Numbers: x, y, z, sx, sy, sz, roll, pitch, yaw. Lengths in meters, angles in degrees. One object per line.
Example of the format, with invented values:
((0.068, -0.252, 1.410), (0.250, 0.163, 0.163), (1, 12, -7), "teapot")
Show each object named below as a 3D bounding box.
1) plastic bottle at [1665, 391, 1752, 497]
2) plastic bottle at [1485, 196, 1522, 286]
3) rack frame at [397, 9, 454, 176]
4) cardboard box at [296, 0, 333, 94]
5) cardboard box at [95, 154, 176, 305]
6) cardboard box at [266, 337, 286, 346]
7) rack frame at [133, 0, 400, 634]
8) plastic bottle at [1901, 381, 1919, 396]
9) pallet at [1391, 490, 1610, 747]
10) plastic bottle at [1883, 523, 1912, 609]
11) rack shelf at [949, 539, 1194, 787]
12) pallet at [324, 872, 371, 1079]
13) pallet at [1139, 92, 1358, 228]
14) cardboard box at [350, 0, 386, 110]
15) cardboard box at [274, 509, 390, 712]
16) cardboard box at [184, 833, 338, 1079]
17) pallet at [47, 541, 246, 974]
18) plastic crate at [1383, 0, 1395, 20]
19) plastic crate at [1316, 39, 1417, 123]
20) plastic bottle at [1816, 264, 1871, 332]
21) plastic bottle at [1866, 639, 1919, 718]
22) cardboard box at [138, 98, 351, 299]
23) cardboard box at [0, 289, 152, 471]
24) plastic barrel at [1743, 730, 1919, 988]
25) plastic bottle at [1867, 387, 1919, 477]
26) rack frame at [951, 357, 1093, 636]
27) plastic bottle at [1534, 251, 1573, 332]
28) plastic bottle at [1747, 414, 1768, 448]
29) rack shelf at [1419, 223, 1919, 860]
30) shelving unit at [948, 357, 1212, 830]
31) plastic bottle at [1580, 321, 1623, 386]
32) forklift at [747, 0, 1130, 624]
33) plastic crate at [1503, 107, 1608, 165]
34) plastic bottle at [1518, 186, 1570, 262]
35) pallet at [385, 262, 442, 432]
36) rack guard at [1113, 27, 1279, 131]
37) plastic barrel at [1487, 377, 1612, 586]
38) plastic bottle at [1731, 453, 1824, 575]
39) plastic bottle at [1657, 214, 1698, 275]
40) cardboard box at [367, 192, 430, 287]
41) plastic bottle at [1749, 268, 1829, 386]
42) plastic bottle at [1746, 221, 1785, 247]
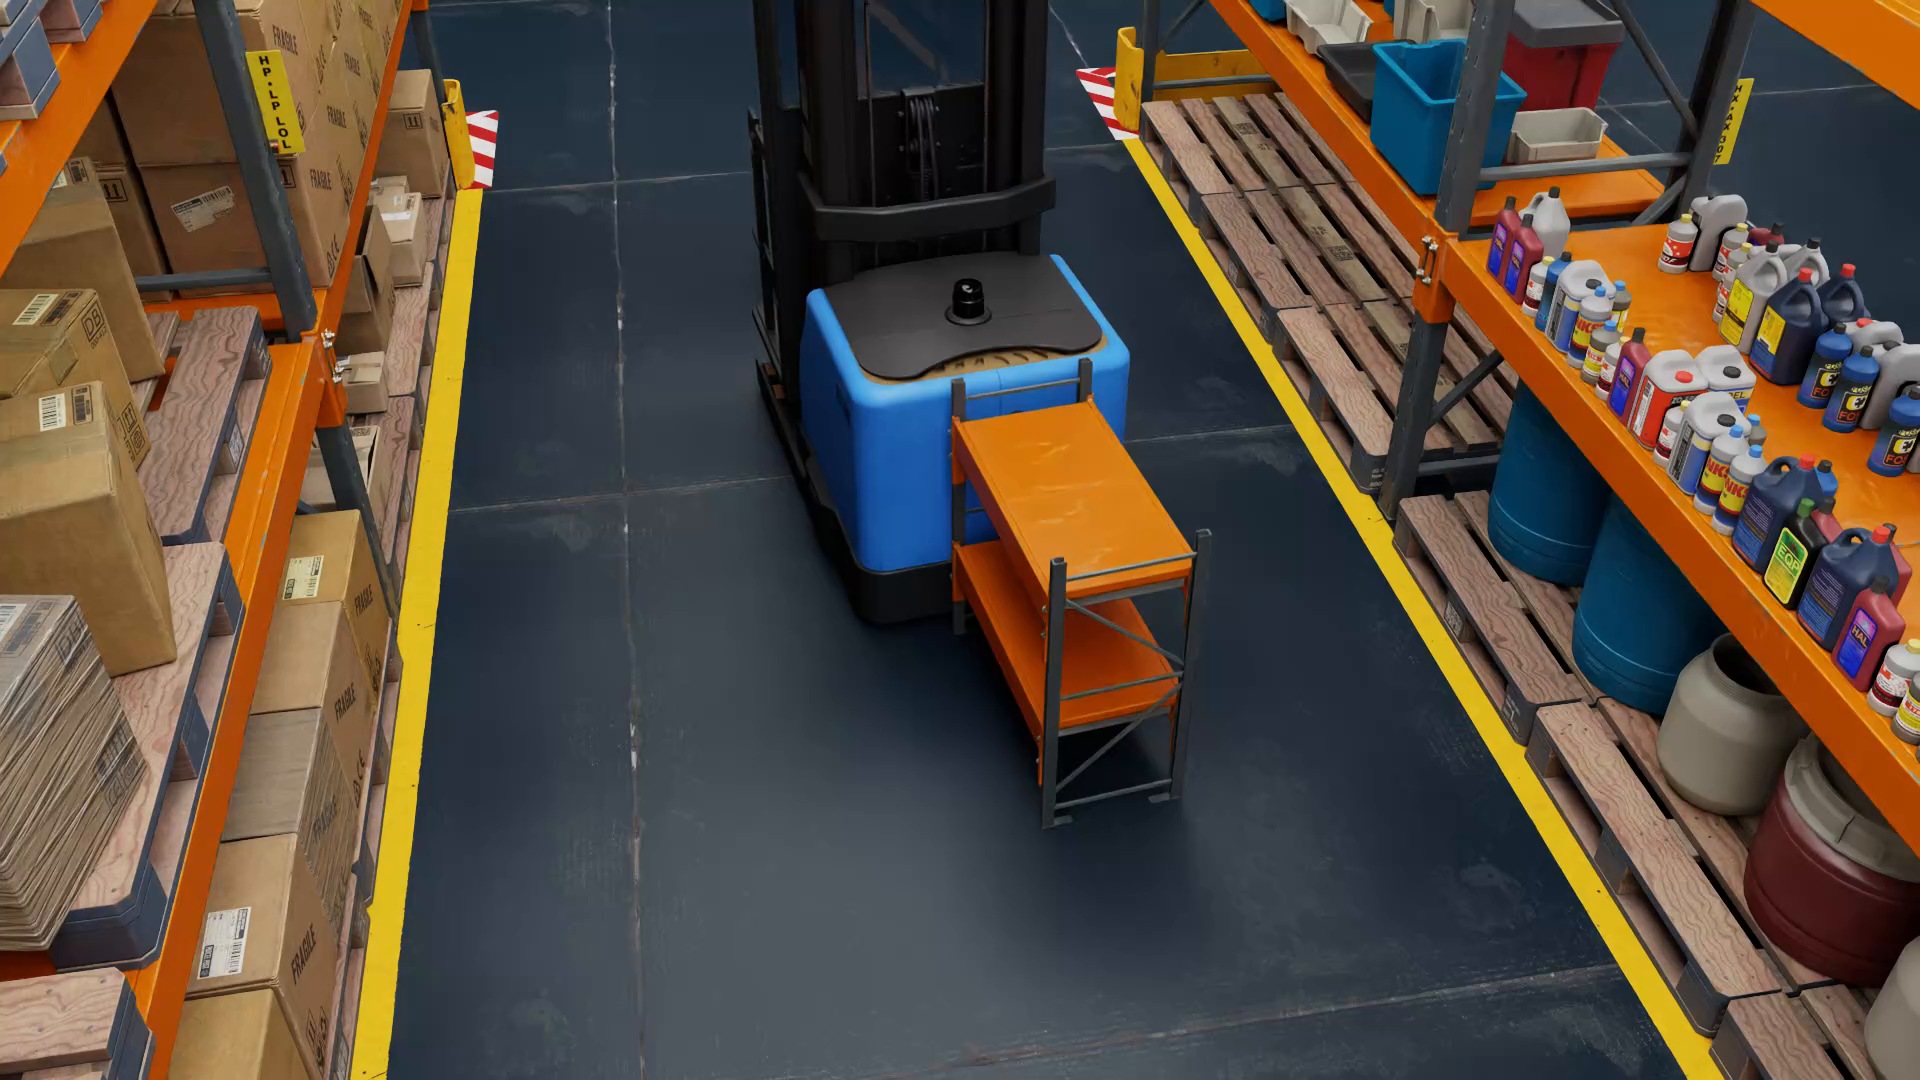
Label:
((2.152, -0.277, 4.763), (0.152, 0.276, 0.135), (-6, 38, -8), "plastic bottle")
((1.887, -1.032, 5.729), (0.061, 0.283, 0.133), (-6, 38, -8), "plastic bottle")
((-3.336, -3.231, 8.464), (1.000, 3.000, 0.127), (-6, 38, -8), "rack frame")
((-2.531, -1.876, 5.823), (0.500, 0.500, 0.500), (-7, 38, -9), "cardboard box")
((-2.975, -1.129, 5.677), (0.500, 0.500, 0.500), (-6, 38, -7), "cardboard box")
((-3.145, -0.694, 7.031), (0.500, 0.311, 0.500), (-6, 38, -8), "cardboard box")
((-2.635, -0.815, 5.355), (1.000, 3.000, 0.127), (-6, 38, -8), "rack frame")
((2.853, -0.390, 4.970), (0.097, 0.201, 0.097), (0, 38, 0), "plastic bottle")
((2.337, 0.226, 6.287), (1.003, 0.211, 1.213), (-6, 38, -8), "pallet")
((2.362, 0.100, 4.271), (0.061, 0.283, 0.133), (-6, 38, -8), "plastic bottle")
((0.360, 0.357, 5.772), (0.538, 0.278, 1.000), (-10, 39, -13), "rack shelf")
((-2.237, 1.512, 4.632), (1.003, 0.211, 1.213), (-6, 38, -8), "pallet")
((1.648, -2.158, 9.356), (1.003, 0.211, 1.213), (-6, 38, -8), "pallet")
((-2.725, -2.110, 6.940), (0.500, 0.500, 0.500), (-7, 38, -9), "cardboard box")
((-2.266, 0.265, 5.642), (0.500, 0.500, 0.500), (-6, 38, -8), "cardboard box")
((-2.009, 1.175, 4.472), (0.500, 0.500, 0.500), (-7, 38, -9), "cardboard box")
((-2.279, 0.502, 3.815), (1.003, 0.211, 1.213), (-6, 38, -8), "pallet")
((2.154, -2.507, 7.619), (0.416, 0.233, 0.300), (-6, 38, -8), "plastic crate")
((1.782, -1.908, 6.936), (0.437, 0.125, 0.590), (-6, 38, -8), "plastic crate")
((2.759, -0.695, 5.239), (0.144, 0.351, 0.185), (-6, 38, -8), "plastic bottle")
((2.291, 0.328, 4.045), (0.097, 0.201, 0.097), (0, 38, 0), "plastic bottle")
((-2.456, -1.192, 5.758), (0.500, 0.500, 0.500), (-5, 38, -7), "cardboard box")
((-2.589, -0.302, 4.270), (0.700, 0.500, 0.500), (-1, 38, -1), "cardboard box")
((2.644, 0.881, 4.794), (0.600, 0.588, 0.708), (-6, 38, -8), "plastic barrel")
((2.727, -0.320, 4.822), (0.097, 0.271, 0.097), (0, 38, 0), "plastic bottle")
((0.213, -0.134, 6.006), (0.500, 1.125, 0.032), (-10, 39, -13), "rack frame")
((1.966, -0.821, 5.466), (0.097, 0.271, 0.097), (0, 38, 0), "plastic bottle")
((2.271, -0.272, 4.817), (0.097, 0.201, 0.097), (0, 38, 0), "plastic bottle")
((2.593, 0.146, 4.703), (1.077, 0.370, 4.000), (-6, 38, -8), "rack shelf")
((0.360, 0.164, 5.621), (0.538, 1.125, 1.048), (-10, 39, -13), "shelving unit")
((2.023, -0.594, 5.232), (0.097, 0.201, 0.097), (0, 38, 0), "plastic bottle")
((-0.292, -1.752, 6.617), (1.130, 2.935, 3.031), (-10, 39, -13), "forklift")
((2.302, -1.562, 6.481), (0.396, 0.136, 0.243), (-6, 38, -8), "plastic crate")
((1.993, -1.054, 5.703), (0.144, 0.351, 0.185), (-6, 38, -8), "plastic bottle")
((-2.971, -0.867, 7.695), (1.003, 0.211, 1.213), (-6, 38, -8), "pallet")
((1.525, -2.788, 9.931), (1.175, 0.500, 0.348), (-6, 38, -8), "rack guard")
((2.321, -0.353, 6.127), (0.600, 0.901, 0.708), (-6, 38, -8), "plastic barrel")
((2.210, -0.092, 4.464), (0.144, 0.351, 0.185), (-6, 38, -8), "plastic bottle")
((2.511, -1.039, 5.805), (0.097, 0.201, 0.097), (0, 38, 0), "plastic bottle")
((-2.861, -1.440, 8.042), (0.500, 0.250, 0.500), (-6, 38, -8), "cardboard box")
((2.617, -0.679, 5.220), (0.144, 0.351, 0.185), (-6, 38, -8), "plastic bottle")
((2.716, -0.962, 5.638), (0.061, 0.283, 0.133), (-6, 38, -8), "plastic bottle")
